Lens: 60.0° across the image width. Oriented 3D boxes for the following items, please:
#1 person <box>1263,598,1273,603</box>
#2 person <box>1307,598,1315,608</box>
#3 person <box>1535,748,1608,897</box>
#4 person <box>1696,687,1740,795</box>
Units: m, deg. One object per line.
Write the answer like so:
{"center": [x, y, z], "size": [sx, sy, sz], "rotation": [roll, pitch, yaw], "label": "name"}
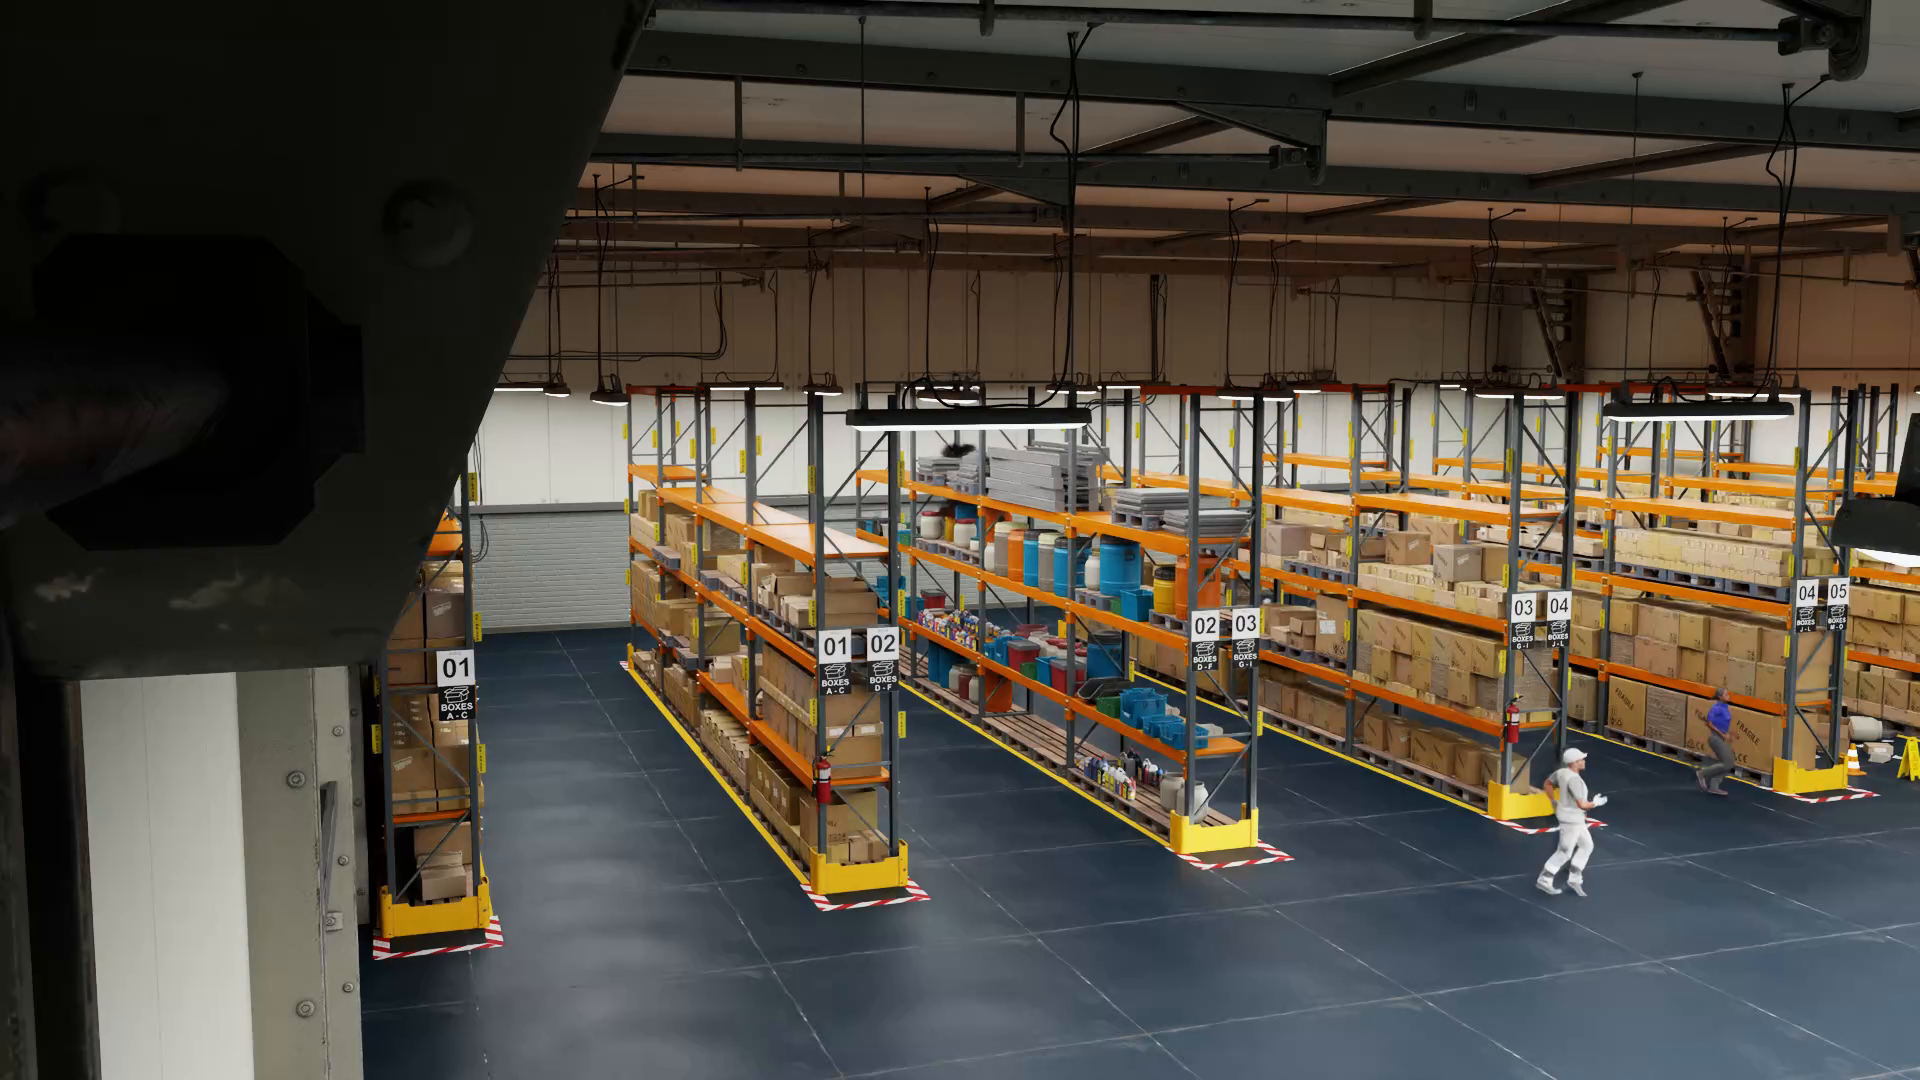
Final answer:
{"center": [6.246, 2.012, 33.972], "size": [0.613, 1.660, 0.726], "rotation": [-2, 6, -16], "label": "person"}
{"center": [8.770, 1.341, 40.791], "size": [0.704, 1.610, 0.608], "rotation": [6, 8, 43], "label": "person"}
{"center": [7.301, 3.395, 19.851], "size": [0.776, 1.851, 0.665], "rotation": [1, 6, 13], "label": "person"}
{"center": [11.276, 2.981, 24.718], "size": [0.549, 1.609, 0.555], "rotation": [4, 7, 32], "label": "person"}
